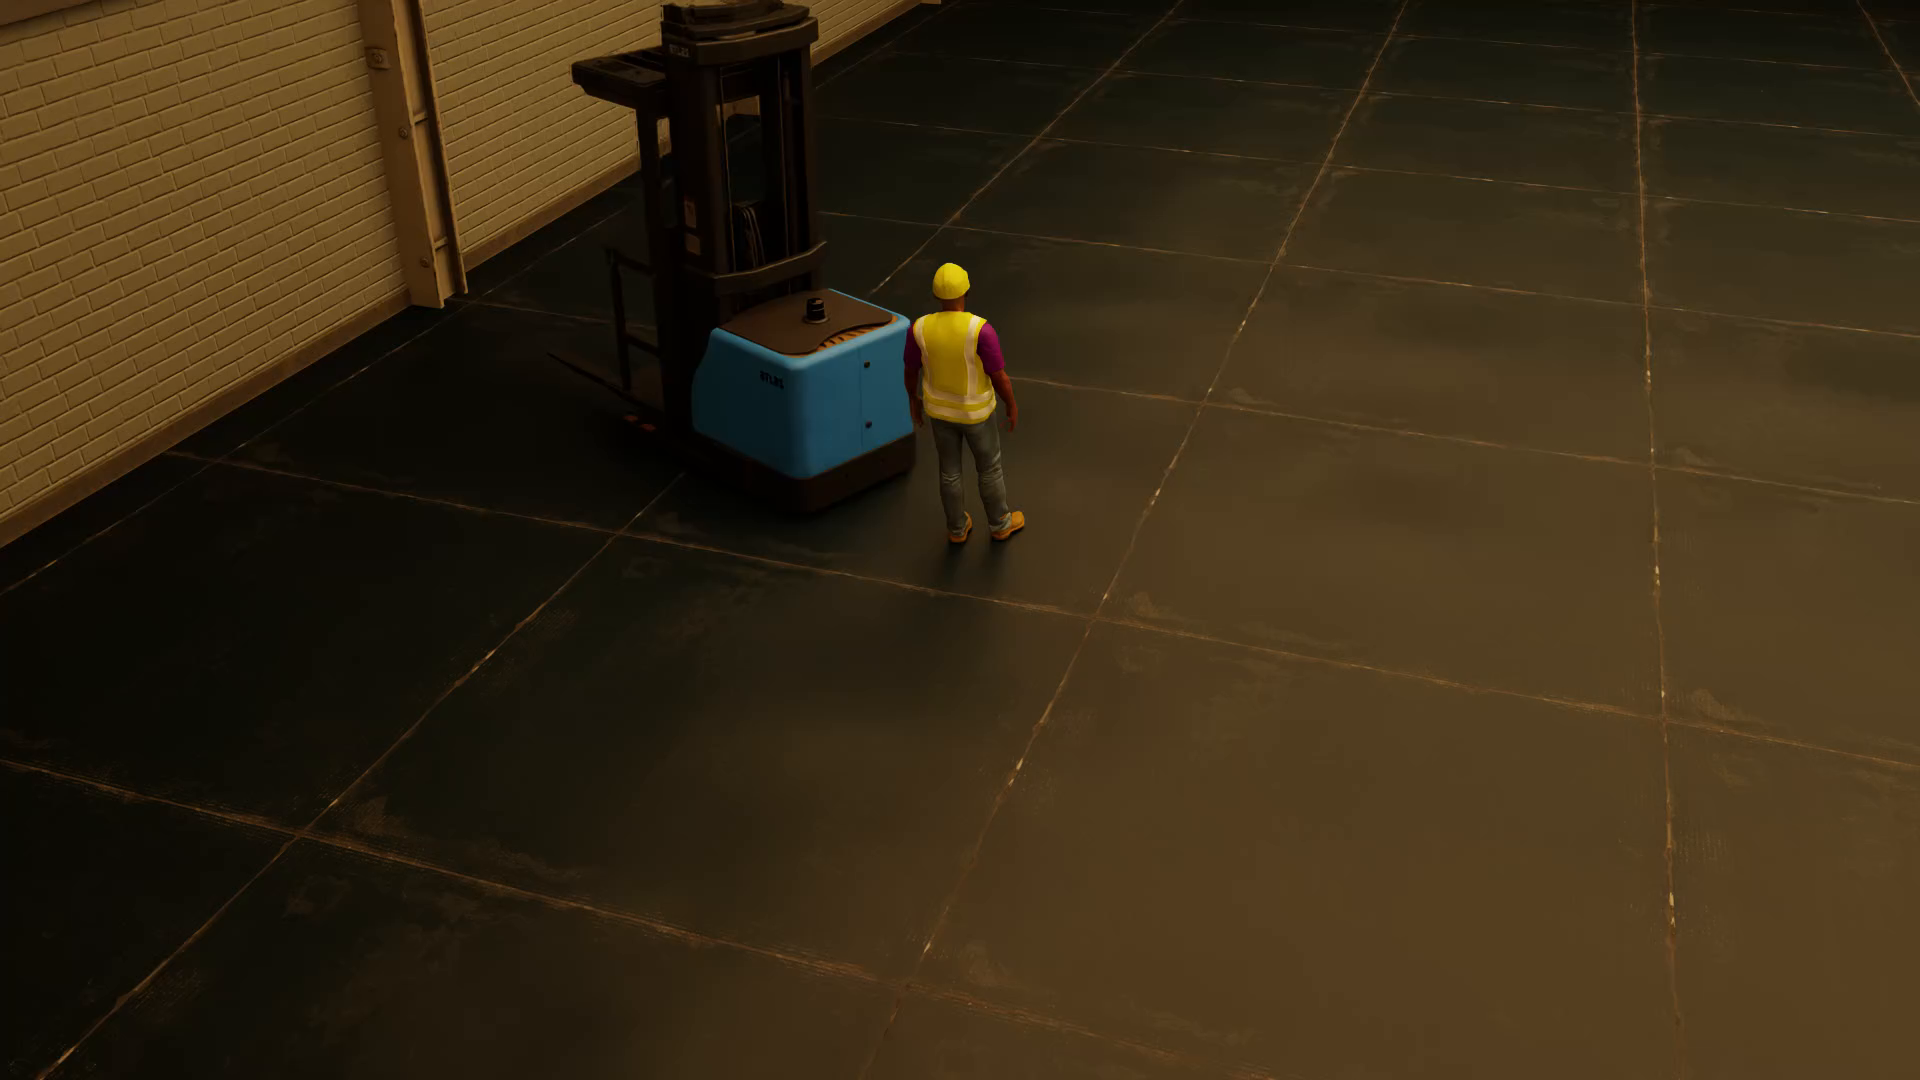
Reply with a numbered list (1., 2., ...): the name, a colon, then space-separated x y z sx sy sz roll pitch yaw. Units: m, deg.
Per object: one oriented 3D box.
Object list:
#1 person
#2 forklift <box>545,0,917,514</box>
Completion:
1. person: 0.028 -0.805 9.710 0.665 1.766 0.576 10 31 16
2. forklift: -1.692 -2.056 10.744 3.031 2.935 1.130 26 38 37
